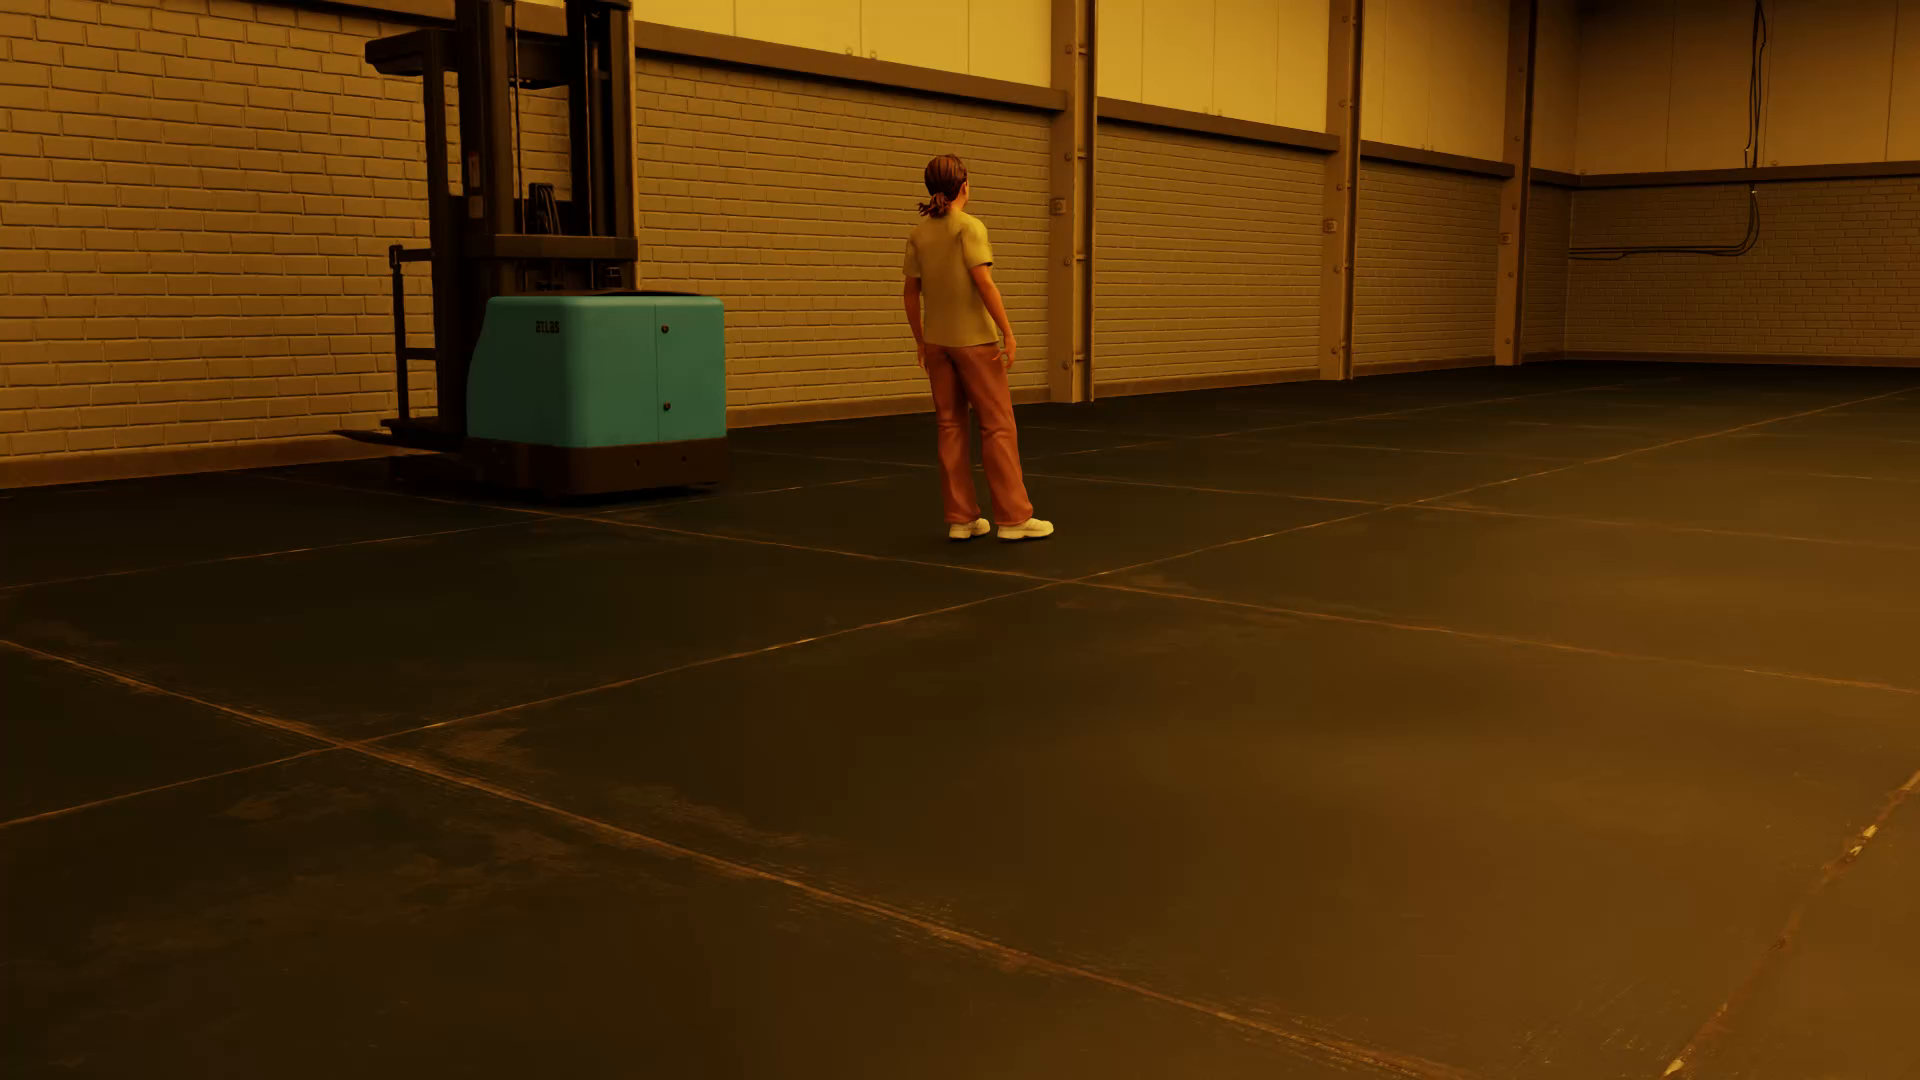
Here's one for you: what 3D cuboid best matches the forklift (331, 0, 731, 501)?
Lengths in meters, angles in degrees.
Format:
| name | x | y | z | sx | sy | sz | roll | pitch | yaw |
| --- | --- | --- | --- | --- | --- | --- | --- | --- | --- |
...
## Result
| name | x | y | z | sx | sy | sz | roll | pitch | yaw |
| --- | --- | --- | --- | --- | --- | --- | --- | --- | --- |
| forklift | -2.684 | -1.809 | 9.643 | 3.031 | 2.935 | 1.130 | 8 | 11 | 43 |

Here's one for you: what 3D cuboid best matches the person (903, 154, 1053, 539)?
| name | x | y | z | sx | sy | sz | roll | pitch | yaw |
| --- | --- | --- | --- | --- | --- | --- | --- | --- | --- |
| person | 0.055 | -0.844 | 7.333 | 0.554 | 1.673 | 0.548 | 7 | 11 | 38 |
